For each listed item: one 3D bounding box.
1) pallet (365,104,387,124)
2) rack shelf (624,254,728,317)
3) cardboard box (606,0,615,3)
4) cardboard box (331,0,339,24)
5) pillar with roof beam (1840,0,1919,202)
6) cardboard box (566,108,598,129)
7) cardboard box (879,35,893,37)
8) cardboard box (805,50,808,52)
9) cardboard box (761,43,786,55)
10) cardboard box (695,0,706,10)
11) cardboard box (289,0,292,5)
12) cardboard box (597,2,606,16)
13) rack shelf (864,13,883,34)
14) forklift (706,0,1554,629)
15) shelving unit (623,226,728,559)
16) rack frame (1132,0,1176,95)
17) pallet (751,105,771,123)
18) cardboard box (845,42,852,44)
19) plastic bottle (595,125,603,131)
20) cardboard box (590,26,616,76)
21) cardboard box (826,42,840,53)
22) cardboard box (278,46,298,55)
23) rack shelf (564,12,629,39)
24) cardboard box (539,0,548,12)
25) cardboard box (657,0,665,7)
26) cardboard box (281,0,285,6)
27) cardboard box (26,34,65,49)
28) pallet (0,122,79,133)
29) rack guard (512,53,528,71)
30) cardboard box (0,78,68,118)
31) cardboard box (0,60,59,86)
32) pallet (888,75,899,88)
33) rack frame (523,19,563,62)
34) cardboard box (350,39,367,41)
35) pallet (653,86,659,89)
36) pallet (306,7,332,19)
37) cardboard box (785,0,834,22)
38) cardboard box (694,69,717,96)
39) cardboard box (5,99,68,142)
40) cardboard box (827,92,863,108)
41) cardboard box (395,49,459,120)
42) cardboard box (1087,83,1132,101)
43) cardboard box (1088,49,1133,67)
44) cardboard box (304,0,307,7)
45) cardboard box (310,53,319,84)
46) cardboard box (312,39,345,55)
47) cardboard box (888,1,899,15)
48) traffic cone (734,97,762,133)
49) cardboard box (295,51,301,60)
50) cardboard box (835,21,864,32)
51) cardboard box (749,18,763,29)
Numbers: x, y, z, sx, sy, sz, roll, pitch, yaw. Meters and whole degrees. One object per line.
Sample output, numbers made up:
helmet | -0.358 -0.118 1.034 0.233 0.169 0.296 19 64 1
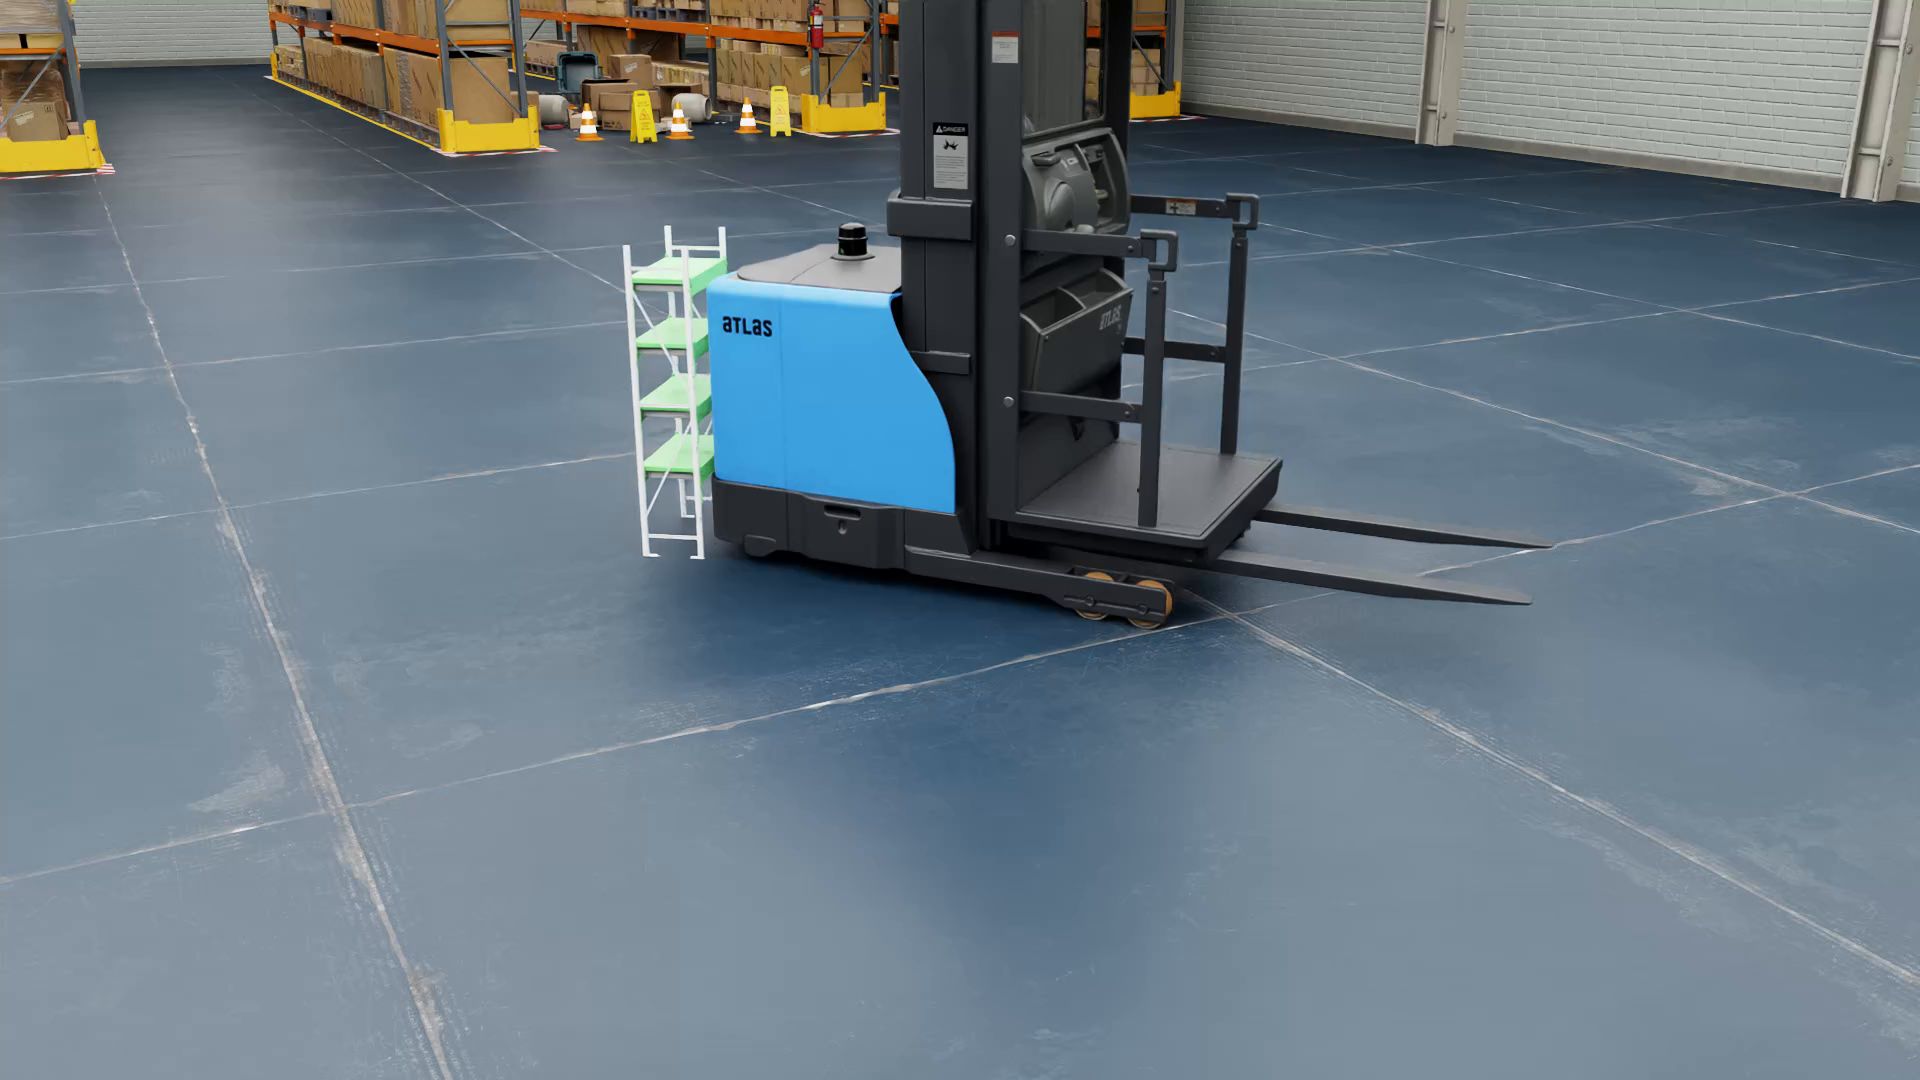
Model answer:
pallet | -8.219 -6.364 24.750 1.003 0.211 1.213 -10 21 -27
rack shelf | -1.073 -0.973 6.335 0.258 0.148 0.480 3 19 8
cardboard box | -6.077 -9.828 29.977 0.500 0.250 0.500 -11 22 -28
cardboard box | -9.710 -8.497 26.504 0.500 0.500 0.500 -10 21 -26
pillar with roof beam | 5.161 -6.953 12.986 9.100 9.000 0.400 -10 21 -27
cardboard box | -5.349 -5.971 23.530 0.396 0.266 0.258 -6 20 -17
cardboard box | -1.489 -10.007 33.226 0.380 0.149 0.250 -10 22 -28
cardboard box | -2.474 -7.101 25.033 0.500 0.500 0.500 -9 21 -24
cardboard box | -2.662 -7.112 24.072 0.380 0.149 0.250 -9 21 -24
cardboard box | -3.965 -8.452 26.270 0.380 0.149 0.250 -10 21 -26
cardboard box | -11.803 -9.664 29.781 0.380 0.149 0.250 -11 22 -29
cardboard box | -6.327 -9.741 30.493 0.500 0.250 0.500 -10 22 -27
rack shelf | -1.960 -10.420 33.333 1.077 0.370 4.000 -10 21 -27
forklift | 0.603 -1.275 5.833 3.031 2.935 1.130 9 21 23
shelving unit | -1.073 -0.579 6.471 0.258 1.200 0.503 3 19 8
rack frame | 2.788 -7.889 24.897 1.000 3.000 0.127 -10 21 -27
pallet | -2.544 -6.412 24.889 1.003 0.211 1.213 -10 21 -27
cardboard box | -2.073 -9.997 33.198 0.380 0.149 0.250 -11 22 -29
plastic bottle | -5.119 -5.750 23.200 0.283 0.061 0.133 16 25 39
cardboard box | -6.476 -9.335 31.699 0.875 0.875 0.875 -9 21 -25
cardboard box | -2.384 -9.882 33.860 0.500 0.500 0.500 -11 22 -28
cardboard box | -13.291 -9.693 32.939 0.380 0.149 0.250 -10 21 -27
rack shelf | -6.327 -9.650 31.102 1.077 0.370 4.000 -10 21 -27
cardboard box | -8.223 -10.994 33.740 0.500 0.500 0.500 -10 22 -27
cardboard box | -4.897 -9.062 28.037 0.380 0.149 0.250 -9 21 -23
cardboard box | -12.544 -10.344 31.400 0.500 0.500 0.500 -10 21 -27
cardboard box | -10.225 -5.585 18.602 0.380 0.149 0.250 -10 21 -27
pallet | -11.849 -5.227 21.457 1.003 0.211 1.213 -10 21 -27
rack guard | -9.187 -10.538 36.404 1.175 0.500 0.348 -10 21 -27
cardboard box | -12.472 -5.939 22.401 0.700 0.500 0.500 -12 22 -31
cardboard box | -14.408 -7.277 25.734 1.225 0.875 0.875 -11 22 -29
pallet | -0.654 -8.625 31.304 1.003 0.211 1.213 -10 21 -27
rack frame | -9.176 -11.713 35.976 1.000 3.000 0.127 -10 21 -27
cardboard box | -10.264 -8.517 28.753 0.500 0.250 0.500 -10 21 -26
pallet | -5.007 -7.873 29.125 1.003 0.211 1.213 -10 21 -27
pallet | -10.661 -9.092 28.674 1.003 0.211 1.213 -10 21 -27
cardboard box | -2.078 -7.421 22.928 0.500 0.500 0.500 -10 22 -28
cardboard box | -3.729 -7.374 26.788 0.950 0.372 0.625 -10 21 -26
cardboard box | -10.581 -4.783 19.083 0.500 0.500 0.500 -6 20 -17
cardboard box | -1.718 -6.293 23.841 0.500 0.250 0.500 -10 21 -27
cardboard box | -7.118 -6.217 22.662 0.875 0.875 0.875 -10 21 -26
cardboard box | 2.287 -6.874 25.526 0.500 0.250 0.500 -10 21 -26
cardboard box | 2.295 -7.345 25.357 0.500 0.250 0.500 -9 21 -25
cardboard box | -10.929 -9.140 28.261 0.380 0.149 0.250 -9 21 -25
cardboard box | -11.215 -8.381 29.508 0.500 0.500 0.500 -9 21 -24
cardboard box | -10.973 -8.587 28.958 0.500 0.250 0.500 -9 21 -25
cardboard box | -1.015 -9.950 31.098 0.500 0.250 0.500 -10 21 -26
traffic cone | -2.918 -5.844 22.858 0.336 0.463 0.334 -10 21 -27
cardboard box | -12.264 -9.100 31.220 0.380 0.149 0.250 -10 22 -27
cardboard box | -1.557 -7.130 23.082 0.380 0.149 0.250 -10 21 -26
cardboard box | -2.867 -7.572 24.362 0.380 0.149 0.250 -10 21 -27
